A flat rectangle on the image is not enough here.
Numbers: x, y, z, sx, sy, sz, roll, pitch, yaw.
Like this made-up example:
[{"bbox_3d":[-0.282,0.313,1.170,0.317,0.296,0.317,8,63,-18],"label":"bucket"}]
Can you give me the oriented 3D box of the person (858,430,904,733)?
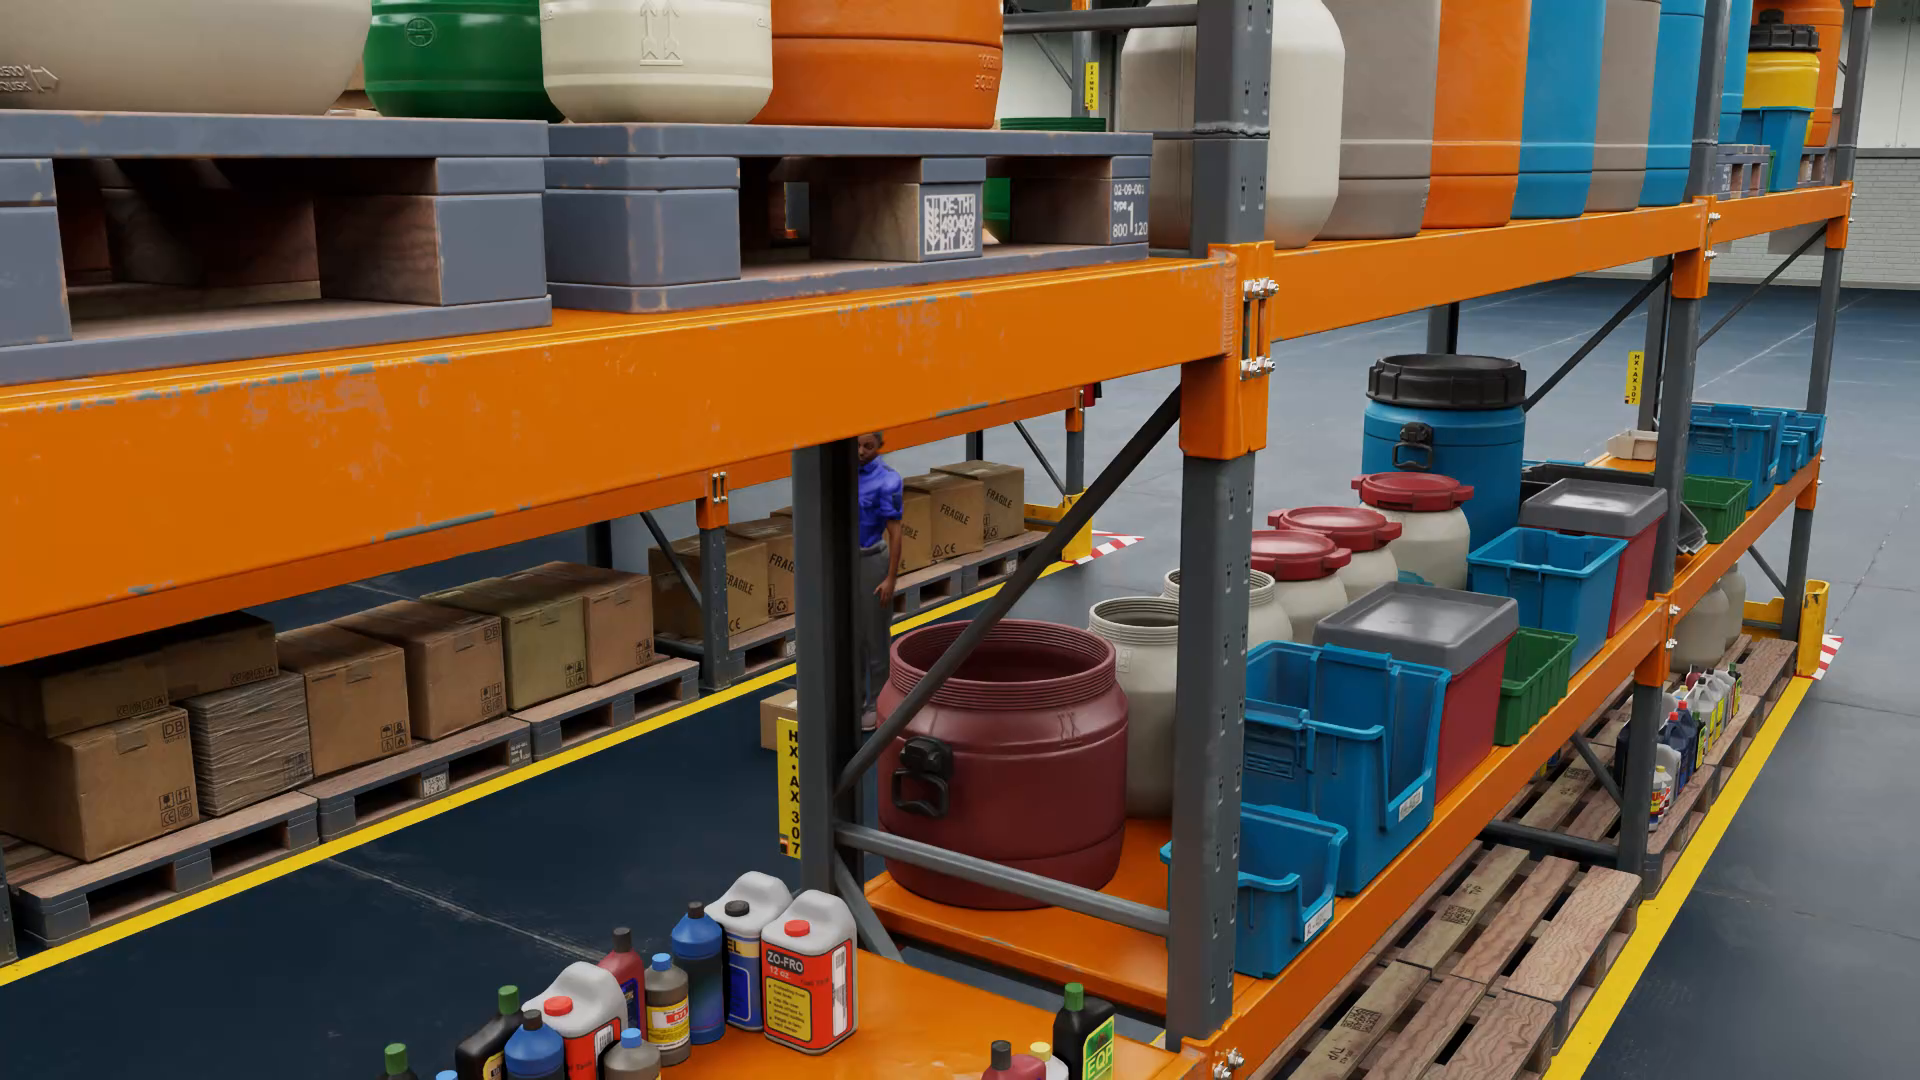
[{"bbox_3d":[-0.516,0.180,8.740,0.515,1.688,0.330,12,18,43],"label":"person"}]
